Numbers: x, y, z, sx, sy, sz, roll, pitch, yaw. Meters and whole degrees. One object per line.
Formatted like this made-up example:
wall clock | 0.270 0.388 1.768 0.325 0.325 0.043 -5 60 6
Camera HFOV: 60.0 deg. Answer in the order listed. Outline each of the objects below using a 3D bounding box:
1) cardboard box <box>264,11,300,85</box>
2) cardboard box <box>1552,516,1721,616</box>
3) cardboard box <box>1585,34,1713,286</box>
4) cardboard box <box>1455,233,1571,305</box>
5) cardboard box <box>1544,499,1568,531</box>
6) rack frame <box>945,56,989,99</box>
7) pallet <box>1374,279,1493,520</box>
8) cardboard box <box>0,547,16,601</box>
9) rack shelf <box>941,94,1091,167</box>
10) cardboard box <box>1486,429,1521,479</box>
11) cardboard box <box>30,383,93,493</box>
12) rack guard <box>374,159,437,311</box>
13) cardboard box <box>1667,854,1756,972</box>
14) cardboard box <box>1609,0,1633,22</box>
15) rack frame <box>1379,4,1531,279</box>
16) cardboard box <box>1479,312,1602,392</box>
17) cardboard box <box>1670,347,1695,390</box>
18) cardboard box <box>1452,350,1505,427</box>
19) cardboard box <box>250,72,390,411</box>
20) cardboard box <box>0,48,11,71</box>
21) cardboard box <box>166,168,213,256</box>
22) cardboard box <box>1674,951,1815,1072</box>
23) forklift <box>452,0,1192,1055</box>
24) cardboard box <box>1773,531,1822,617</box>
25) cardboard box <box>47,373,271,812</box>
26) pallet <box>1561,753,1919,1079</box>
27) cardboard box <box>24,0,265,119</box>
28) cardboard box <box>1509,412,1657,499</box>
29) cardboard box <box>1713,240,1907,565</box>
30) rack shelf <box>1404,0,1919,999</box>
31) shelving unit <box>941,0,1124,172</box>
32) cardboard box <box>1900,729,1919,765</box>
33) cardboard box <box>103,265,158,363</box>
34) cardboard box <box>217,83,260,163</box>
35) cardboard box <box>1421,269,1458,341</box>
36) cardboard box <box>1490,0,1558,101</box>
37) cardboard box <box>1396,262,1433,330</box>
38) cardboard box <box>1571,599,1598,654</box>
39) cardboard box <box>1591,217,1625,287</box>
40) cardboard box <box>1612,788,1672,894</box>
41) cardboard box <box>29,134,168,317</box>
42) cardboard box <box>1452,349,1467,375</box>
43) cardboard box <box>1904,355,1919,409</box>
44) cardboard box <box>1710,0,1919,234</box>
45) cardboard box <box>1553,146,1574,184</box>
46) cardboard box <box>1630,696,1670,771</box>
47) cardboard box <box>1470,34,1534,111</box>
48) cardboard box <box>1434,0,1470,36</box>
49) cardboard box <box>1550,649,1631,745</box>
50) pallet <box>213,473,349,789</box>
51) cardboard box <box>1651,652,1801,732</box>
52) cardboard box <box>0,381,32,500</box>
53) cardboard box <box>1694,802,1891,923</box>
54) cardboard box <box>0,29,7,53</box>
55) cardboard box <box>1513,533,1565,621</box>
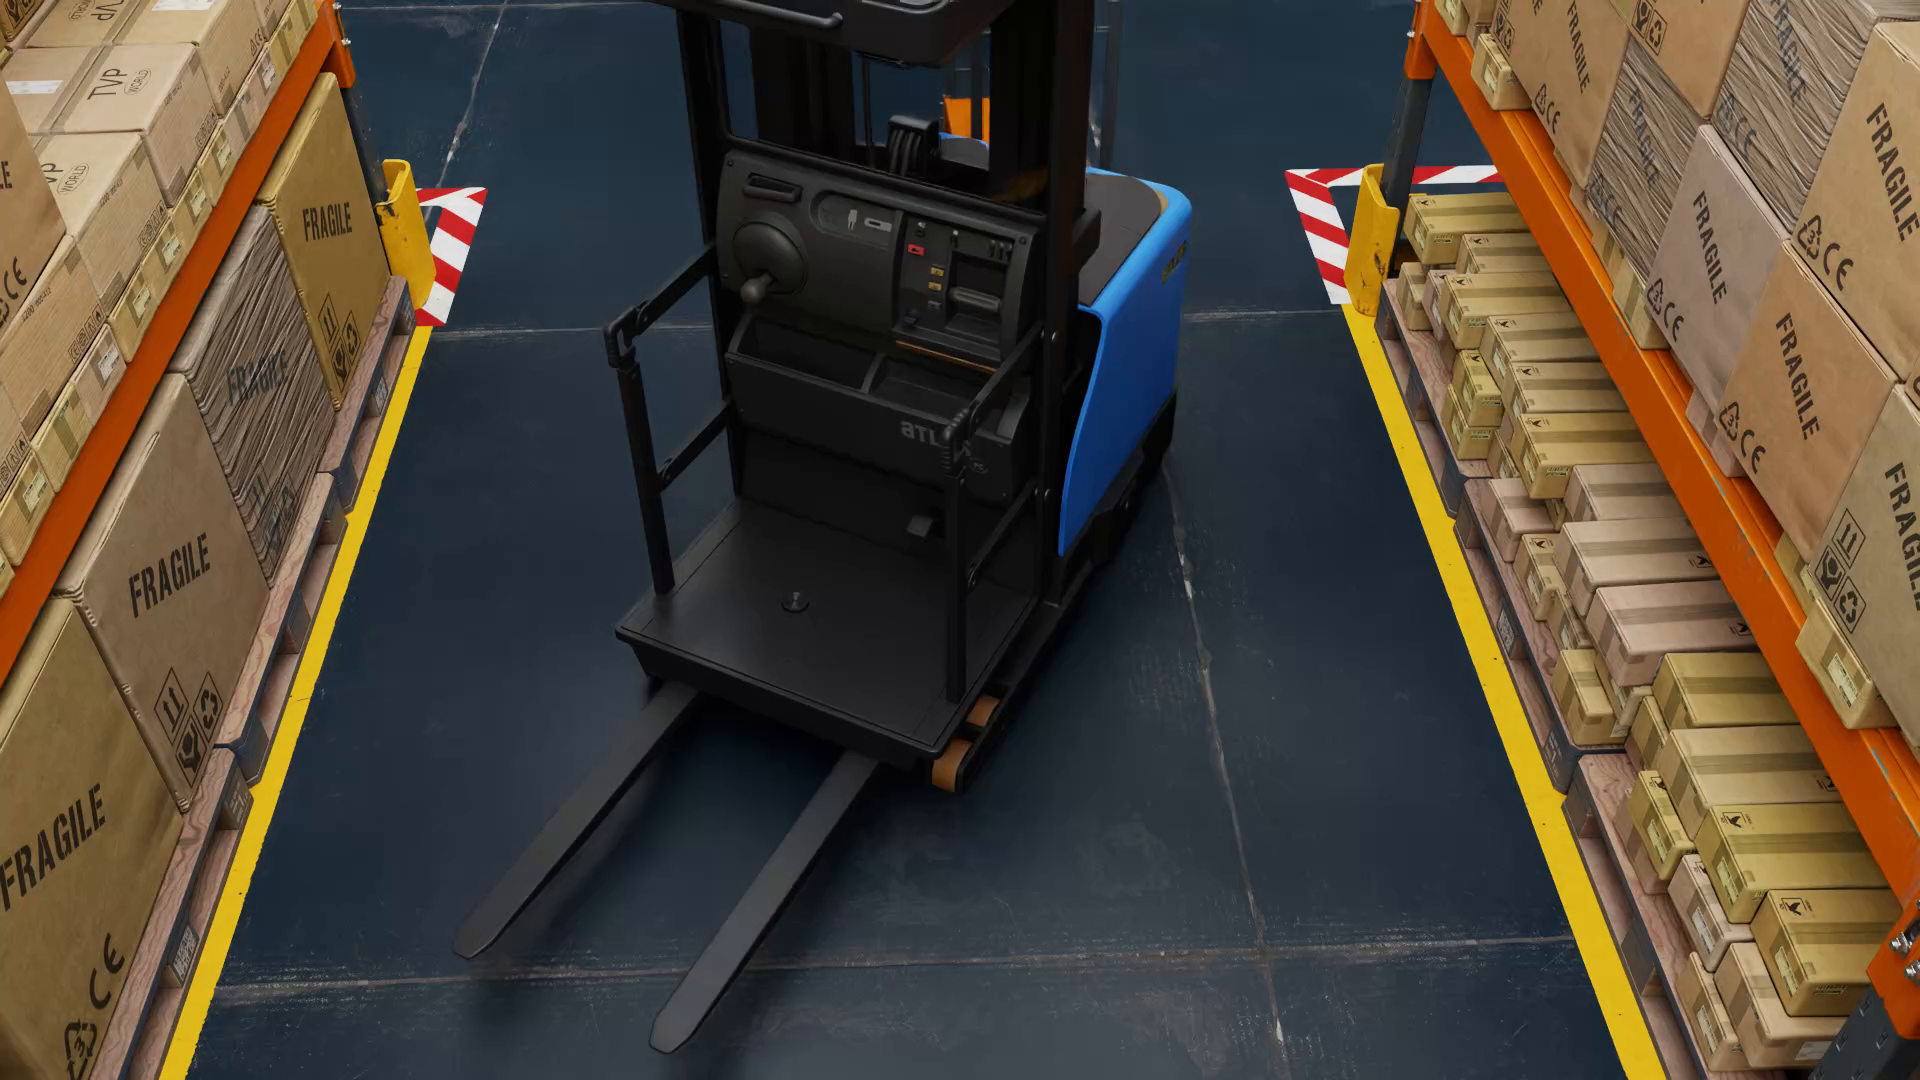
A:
cardboard box | -2.417 -1.619 5.482 0.380 0.149 0.250 -1 43 -1
cardboard box | 1.952 0.074 4.808 0.380 0.149 0.250 -3 43 -3
cardboard box | 2.014 -0.992 4.318 0.500 0.500 0.500 -3 43 -3
cardboard box | 2.001 -0.969 5.946 0.380 0.149 0.250 -1 43 -1
cardboard box | 2.068 -0.161 5.284 0.380 0.149 0.250 0 43 0
rack frame | 0.189 -1.898 6.711 0.500 1.500 0.032 -4 43 -4
pallet | 2.189 -0.563 6.208 1.003 0.211 1.213 -2 43 -2
cardboard box | -2.307 0.111 3.595 0.380 0.149 0.250 0 43 0
rack shelf | 0.239 -1.424 6.460 0.538 0.185 1.000 -4 43 -4
cardboard box | 2.007 -0.246 5.597 0.380 0.149 0.250 -2 43 -2
cardboard box | -2.331 -0.239 3.977 0.380 0.149 0.250 -2 43 -2
rack guard | -2.774 -1.213 6.703 1.175 0.500 0.348 -2 43 -2
cardboard box | 2.001 0.909 4.117 0.380 0.149 0.250 -4 43 -4
cardboard box | 1.968 -1.704 4.355 0.500 0.500 0.500 -3 43 -3
rack frame | 2.186 -2.192 5.921 1.000 3.000 0.127 -2 43 -2
cardboard box | 1.977 -0.630 5.576 0.380 0.149 0.250 -4 43 -4
cardboard box | 2.054 -0.469 4.227 0.380 0.149 0.250 -2 43 -2
cardboard box | 1.909 -0.519 5.675 0.380 0.149 0.250 0 43 0
cardboard box | -2.666 -1.060 5.948 0.875 0.875 0.875 -2 43 -2
cardboard box | -2.976 -1.150 4.676 0.500 0.250 0.500 -3 43 -3
cardboard box | -2.373 -0.930 4.730 0.380 0.149 0.250 -1 43 -2
cardboard box | 1.999 1.150 4.075 0.380 0.149 0.250 -1 43 -1
forklift | -0.336 -0.678 4.320 1.130 2.935 3.031 19 46 19
cardboard box | 2.039 0.062 3.648 0.380 0.149 0.250 0 43 0
cardboard box | -2.590 0.156 4.622 0.875 0.875 0.875 -2 43 -2
pallet | 2.292 1.084 4.411 1.003 0.211 1.213 -2 43 -2
cardboard box | -2.467 -1.510 5.068 0.500 0.250 0.500 -2 43 -3
cardboard box | 1.945 -0.264 5.177 0.380 0.149 0.250 -1 43 -1
cardboard box | 2.033 -0.307 3.571 0.500 0.500 0.500 -3 43 -3
rack shelf | 2.271 -0.576 4.691 1.077 0.370 4.000 -2 43 -2
shelving unit | 0.238 -1.563 6.345 0.587 1.500 1.083 -4 43 -4
cardboard box | 2.110 0.415 3.263 0.380 0.149 0.250 -2 43 -2
cardboard box | -2.351 -0.586 4.356 0.380 0.149 0.250 -3 43 -3
cardboard box | -2.397 -1.280 5.112 0.380 0.149 0.250 -1 43 -1
cardboard box | 1.907 -0.858 6.045 0.380 0.149 0.250 -2 43 -2
cardboard box | 1.978 -1.667 5.054 0.500 0.500 0.500 -2 43 -2
cardboard box | 1.889 -0.933 6.347 0.380 0.149 0.250 -1 43 -1
cardboard box | 2.038 0.204 4.887 0.380 0.149 0.250 -4 43 -4
cardboard box | 1.990 -0.820 4.610 0.380 0.149 0.250 0 43 0
cardboard box | 1.996 0.795 4.461 0.380 0.149 0.250 -3 43 -3
cardboard box | -2.419 -0.815 4.310 0.500 0.250 0.500 -2 43 -2
cardboard box | 1.999 -0.591 5.974 0.380 0.149 0.250 -1 43 -1
cardboard box | 2.066 -0.316 2.841 0.500 0.500 0.500 -3 43 -3
cardboard box | 2.031 -1.011 3.599 0.500 0.500 0.500 -1 43 -1
cardboard box | 2.018 -1.163 4.984 0.380 0.149 0.250 -2 43 -2
cardboard box | 2.060 0.557 4.502 0.380 0.149 0.250 -1 43 -1
cardboard box | 1.883 -1.517 5.371 0.380 0.149 0.250 -3 43 -3
cardboard box | 1.873 -1.871 5.757 0.380 0.149 0.250 -2 43 -2
cardboard box | 1.955 0.451 4.837 0.380 0.149 0.250 -2 43 -2
pallet | -2.612 0.269 5.300 1.003 0.211 1.213 -2 43 -2
cardboard box | 2.080 0.436 4.413 0.380 0.149 0.250 0 43 0
cardboard box | -2.378 -0.132 3.565 0.500 0.250 0.500 -2 43 -2
cardboard box | 2.031 0.781 4.037 0.380 0.149 0.250 -1 43 -1
cardboard box | -2.973 -1.430 4.426 0.500 0.500 0.500 -3 43 -3
cardboard box | 1.968 0.111 5.208 0.380 0.149 0.250 -2 43 -2
